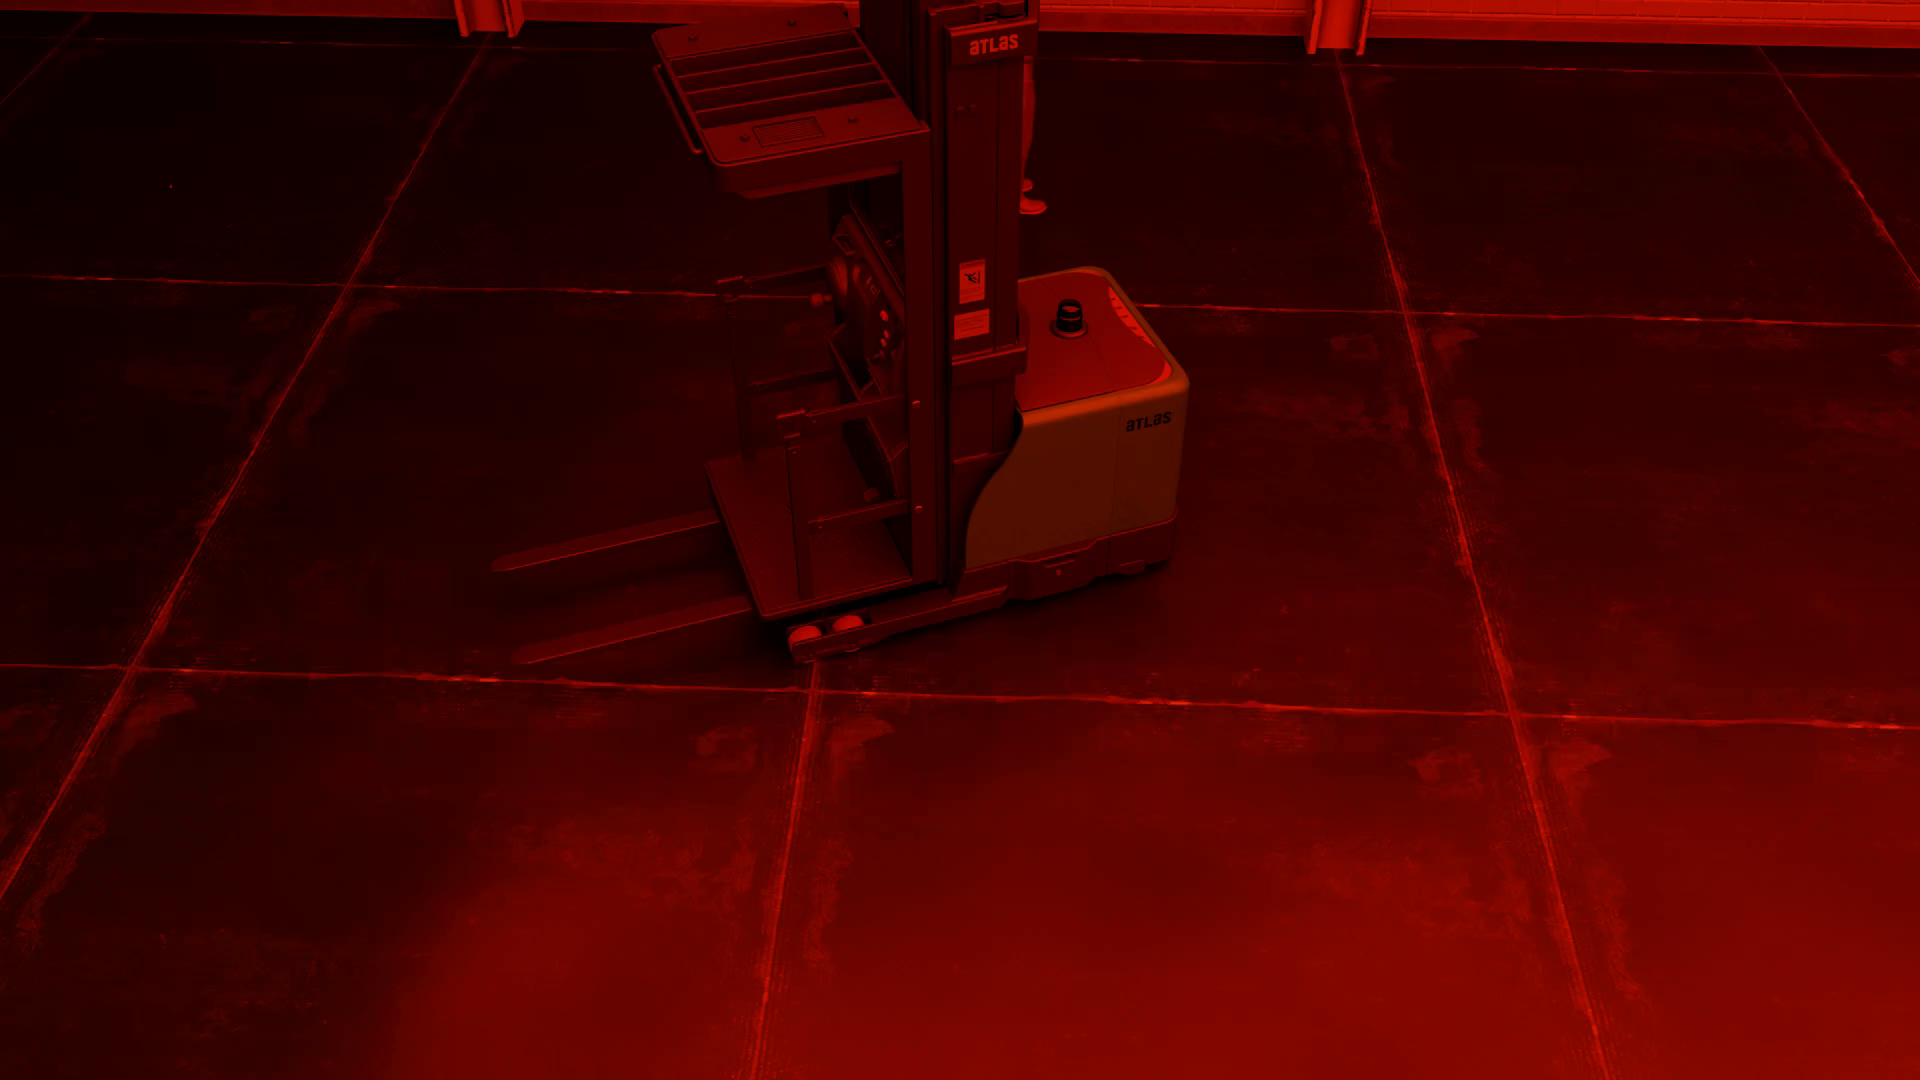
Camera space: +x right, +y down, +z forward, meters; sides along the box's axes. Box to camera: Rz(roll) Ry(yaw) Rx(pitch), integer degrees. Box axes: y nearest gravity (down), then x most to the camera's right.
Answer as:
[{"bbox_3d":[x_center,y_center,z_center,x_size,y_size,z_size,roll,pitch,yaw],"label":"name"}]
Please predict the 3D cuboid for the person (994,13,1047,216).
[{"bbox_3d":[0.342,-2.705,9.652,0.348,1.661,0.527,-3,42,-3],"label":"person"}]

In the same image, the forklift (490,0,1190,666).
[{"bbox_3d":[-0.573,-0.945,6.778,3.031,2.935,1.130,-13,44,-14],"label":"forklift"}]
